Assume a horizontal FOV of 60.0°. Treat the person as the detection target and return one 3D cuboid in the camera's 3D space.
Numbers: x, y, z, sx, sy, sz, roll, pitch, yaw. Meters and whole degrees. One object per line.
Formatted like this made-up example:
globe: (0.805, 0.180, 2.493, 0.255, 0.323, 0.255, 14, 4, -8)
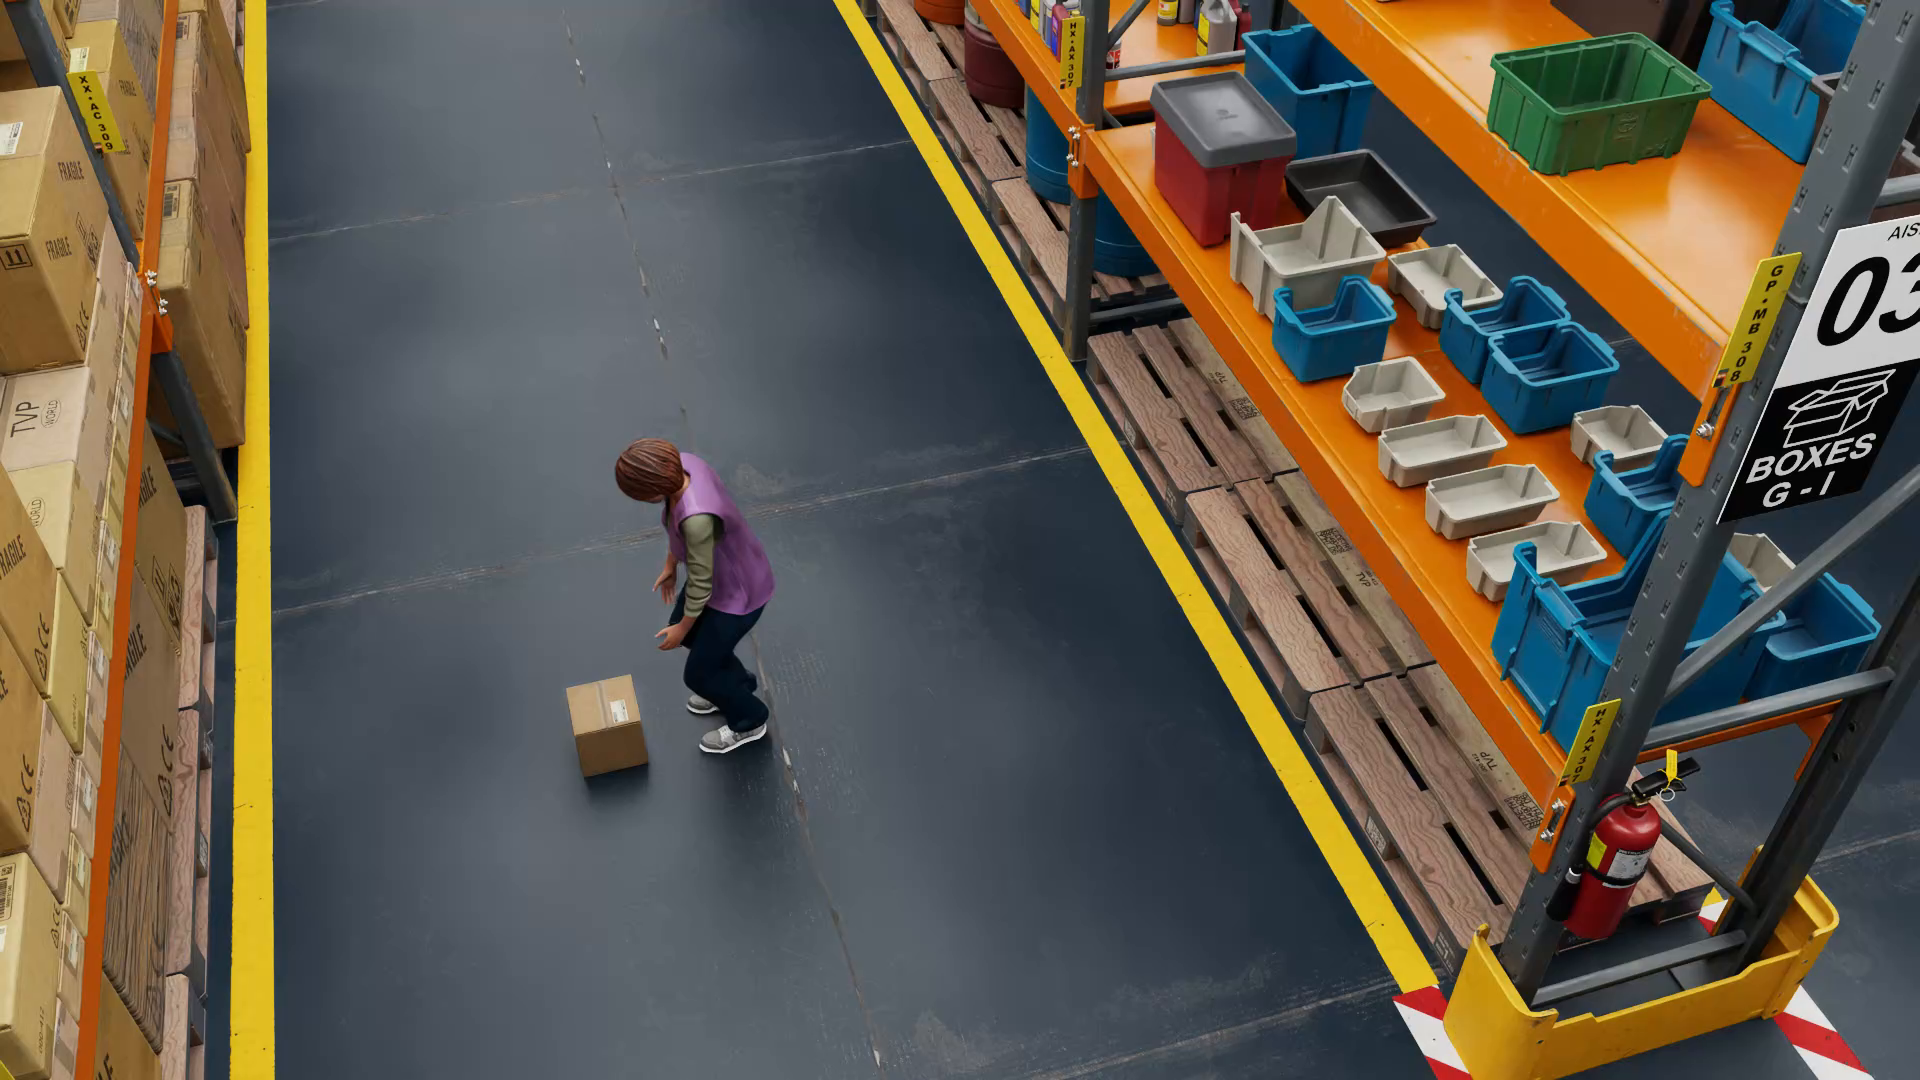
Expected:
person: (-0.916, 0.199, 6.047, 0.497, 1.482, 0.447, -11, 44, -12)
